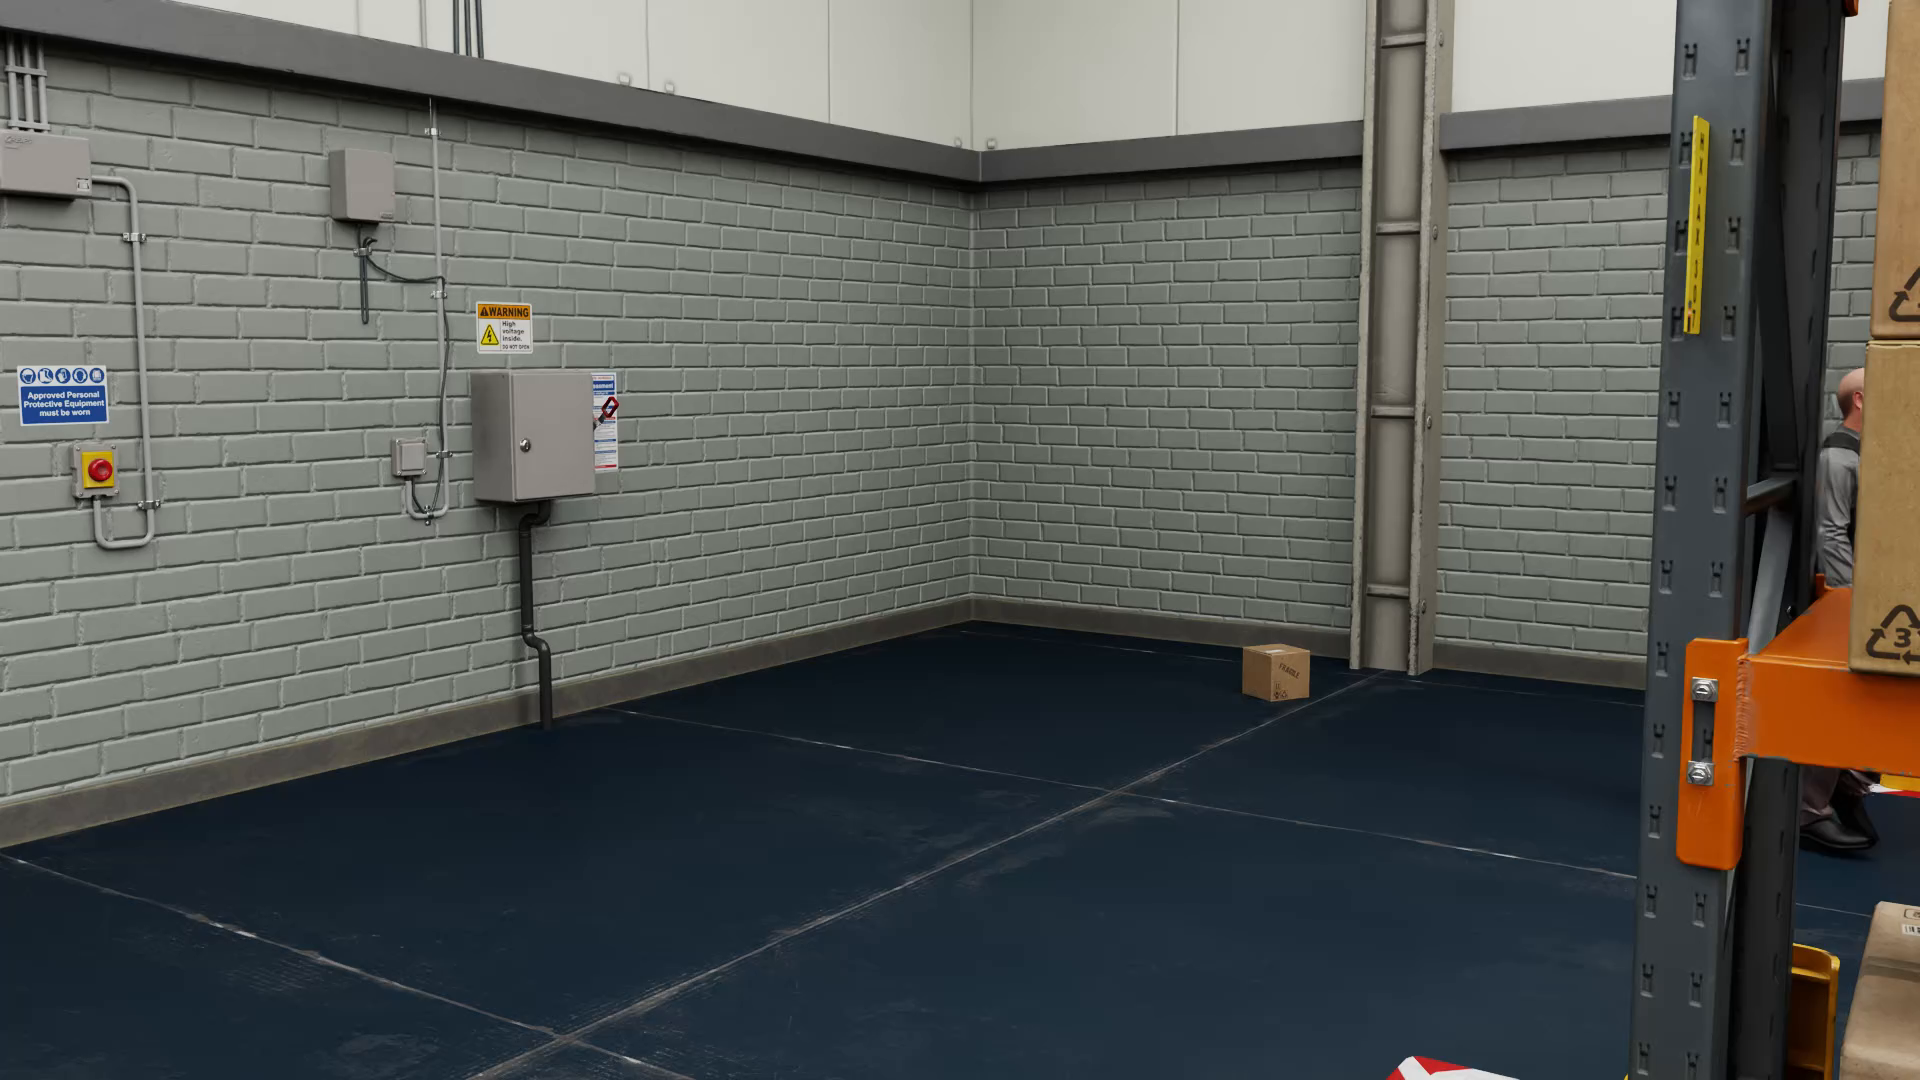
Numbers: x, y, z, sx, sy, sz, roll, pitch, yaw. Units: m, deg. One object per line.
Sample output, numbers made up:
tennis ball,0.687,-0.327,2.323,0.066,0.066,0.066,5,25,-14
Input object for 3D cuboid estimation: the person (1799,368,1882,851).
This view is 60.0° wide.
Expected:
person,3.229,0.259,5.914,0.577,1.734,0.481,-5,8,-40
